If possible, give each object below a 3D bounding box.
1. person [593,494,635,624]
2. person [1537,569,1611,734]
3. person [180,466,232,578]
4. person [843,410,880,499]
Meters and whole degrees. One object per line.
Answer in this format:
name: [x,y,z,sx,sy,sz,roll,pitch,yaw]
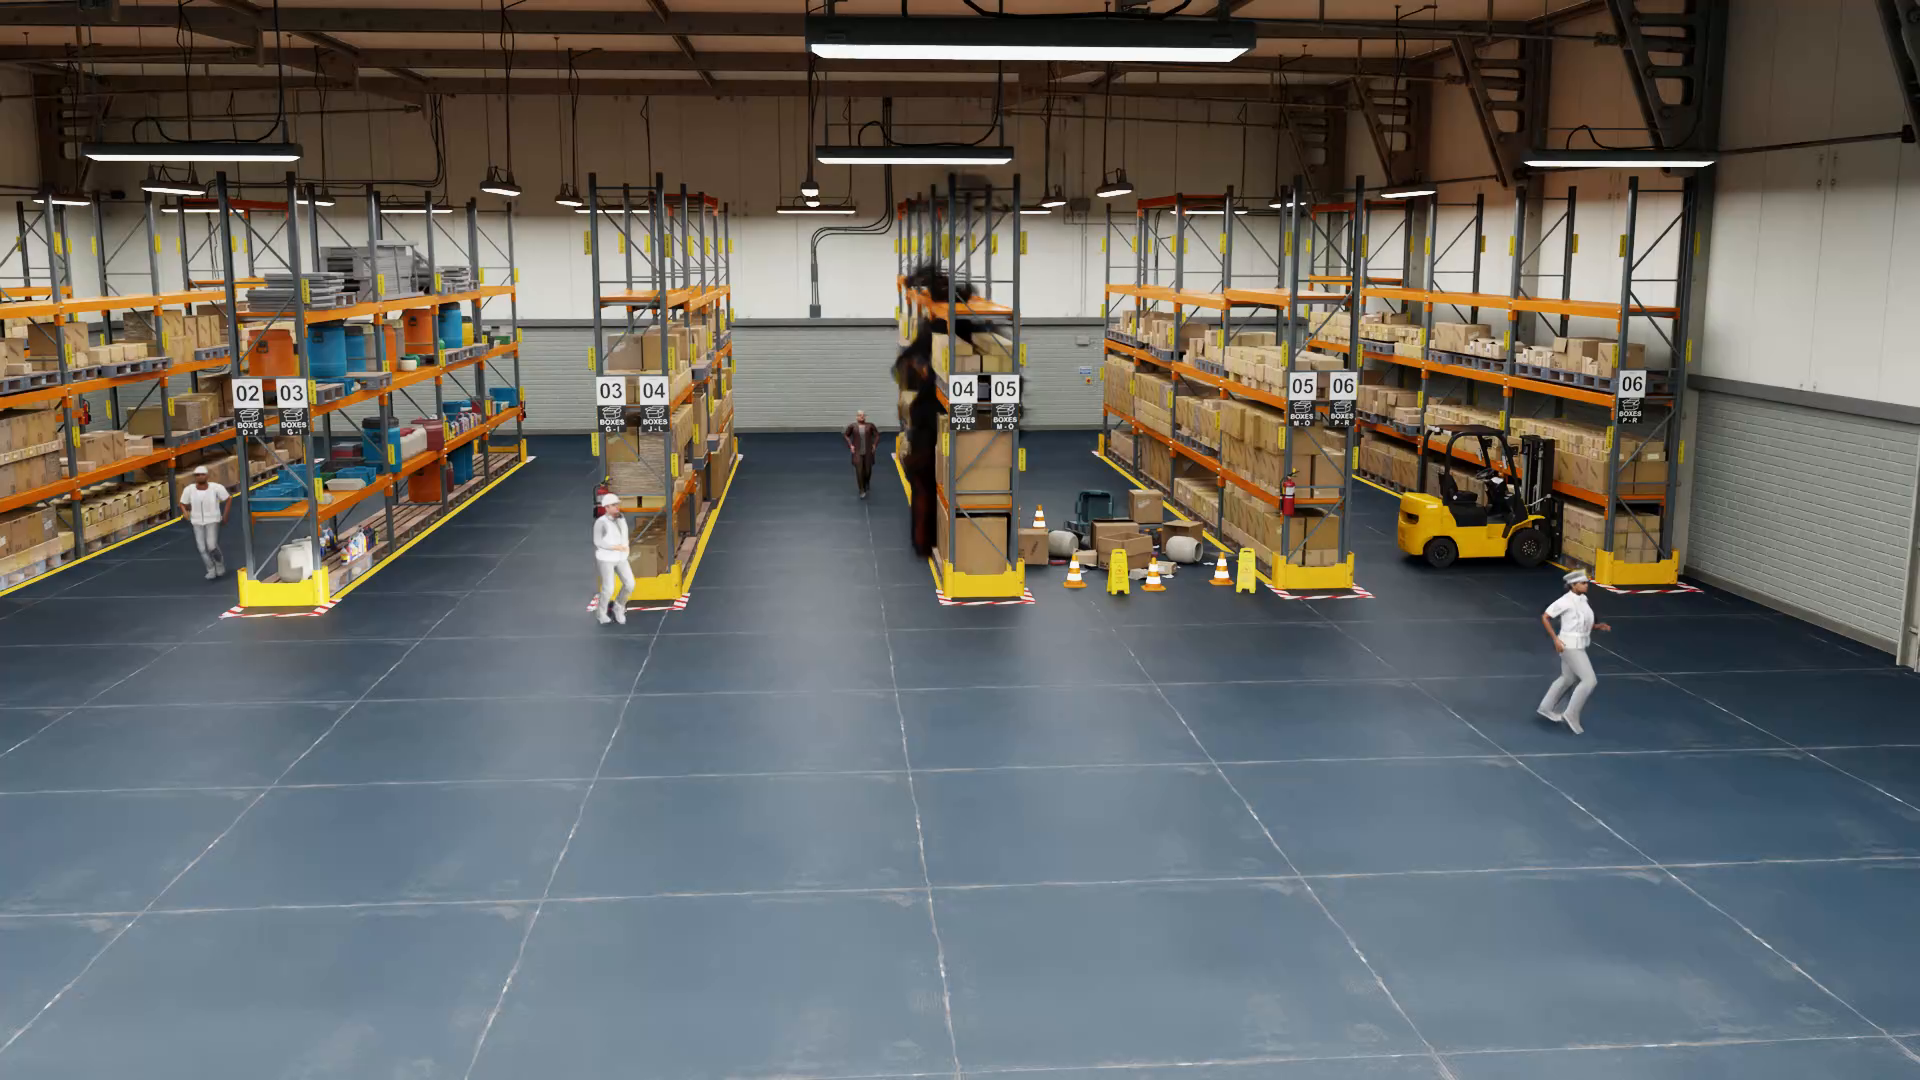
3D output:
person: [-4.591,0.271,22.187,0.688,1.793,0.683,8,13,40]
person: [6.404,1.153,17.350,0.725,1.742,0.543,8,13,38]
person: [-11.421,-0.258,25.135,0.700,1.725,0.571,-2,10,-9]
person: [-1.981,-1.748,33.552,0.739,1.755,0.834,-1,10,-4]
